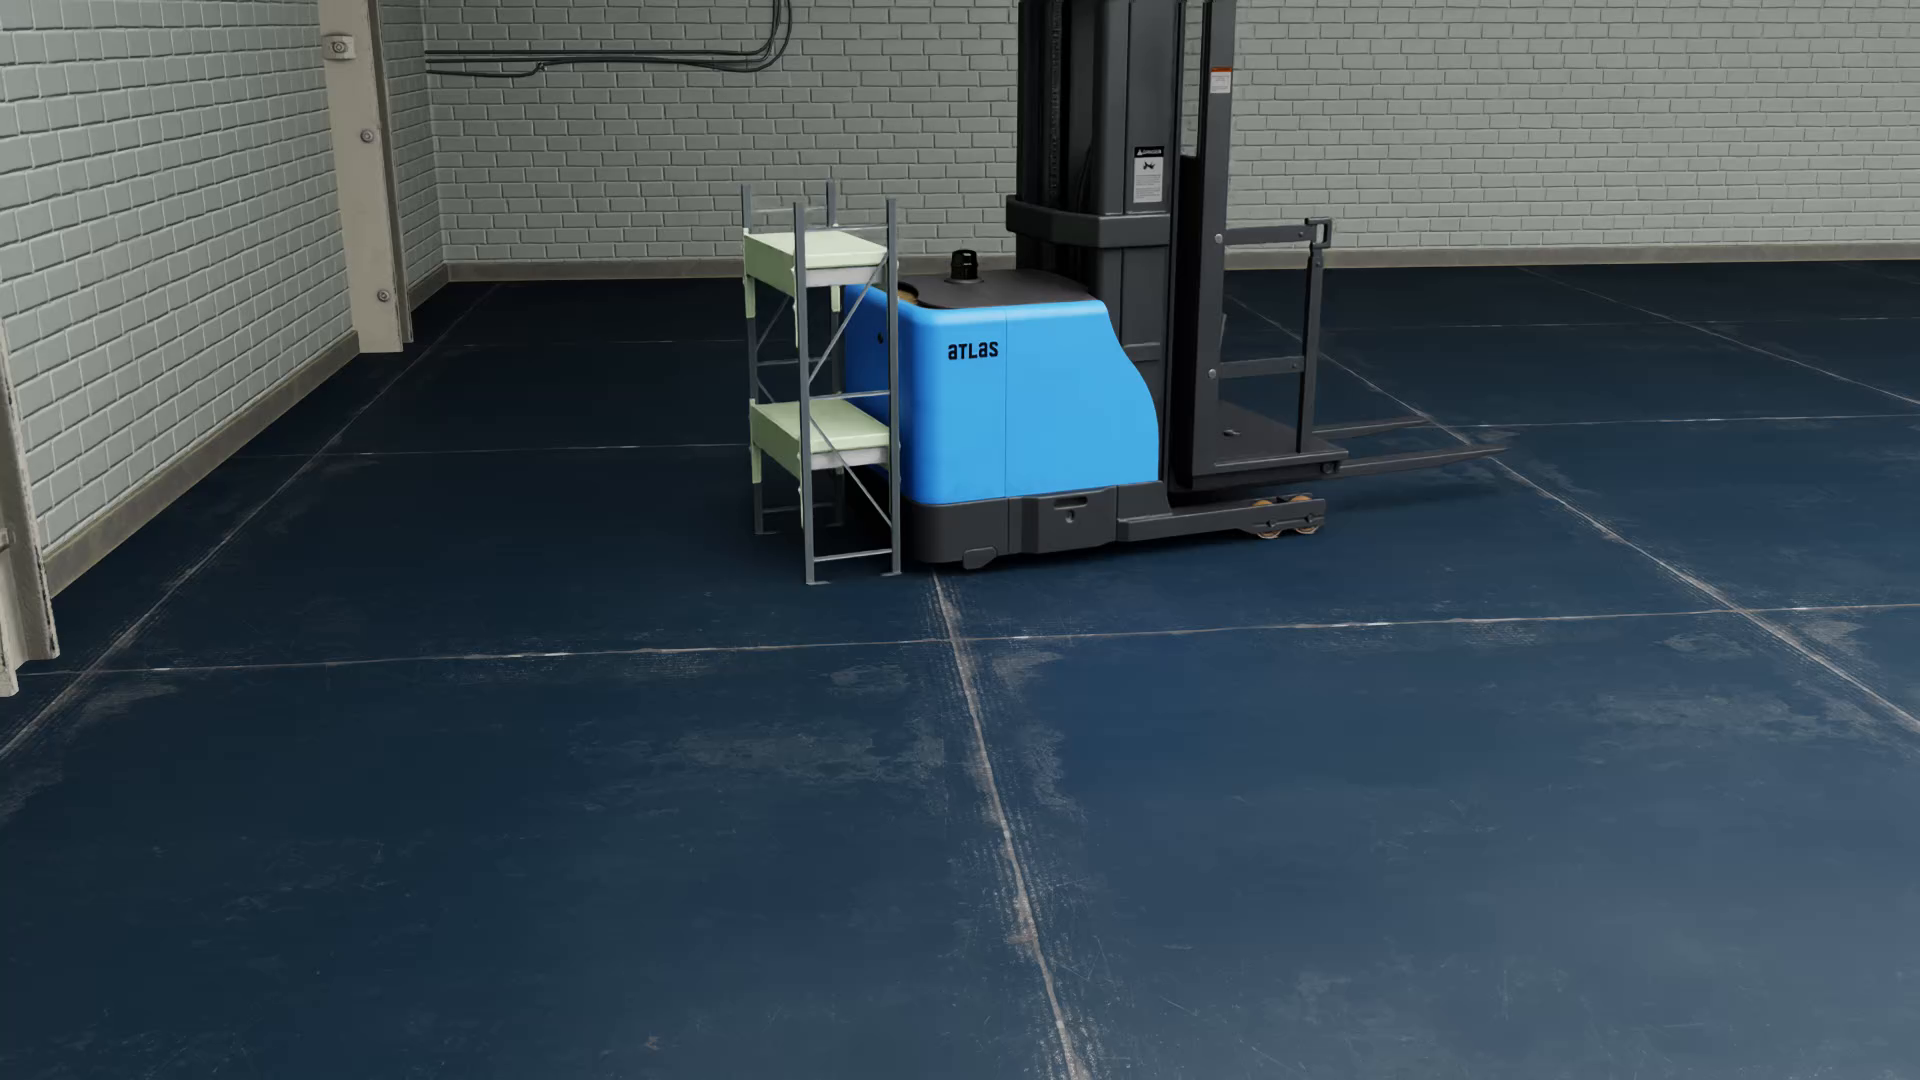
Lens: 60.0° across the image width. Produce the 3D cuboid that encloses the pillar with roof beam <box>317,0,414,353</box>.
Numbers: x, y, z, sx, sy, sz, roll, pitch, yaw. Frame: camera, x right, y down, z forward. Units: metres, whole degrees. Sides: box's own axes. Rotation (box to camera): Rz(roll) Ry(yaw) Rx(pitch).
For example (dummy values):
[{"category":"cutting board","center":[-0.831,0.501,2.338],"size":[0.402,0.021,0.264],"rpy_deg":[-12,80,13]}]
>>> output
[{"category":"pillar with roof beam","center":[0.340,-5.750,10.467],"size":[9.100,9.000,0.400],"rpy_deg":[-2,18,-6]}]

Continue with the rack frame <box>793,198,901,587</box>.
[{"category":"rack frame","center":[-0.428,-0.556,6.445],"size":[0.400,1.500,0.023],"rpy_deg":[-7,19,-21]}]

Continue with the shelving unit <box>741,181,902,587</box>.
[{"category":"shelving unit","center":[-0.568,-0.658,6.768],"size":[0.431,1.500,0.755],"rpy_deg":[-7,19,-21]}]

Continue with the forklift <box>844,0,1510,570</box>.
[{"category":"forklift","center":[1.054,-1.541,7.191],"size":[3.031,2.935,1.130],"rpy_deg":[-7,19,-21]}]

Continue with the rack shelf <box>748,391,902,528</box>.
[{"category":"rack shelf","center":[-0.568,-0.346,6.865],"size":[0.431,0.370,0.720],"rpy_deg":[-7,19,-21]}]

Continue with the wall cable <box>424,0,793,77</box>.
[{"category":"wall cable","center":[-2.931,-5.054,13.435],"size":[3.097,2.526,0.112],"rpy_deg":[-2,18,-6]}]

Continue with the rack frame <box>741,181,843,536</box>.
[{"category":"rack frame","center":[-0.708,-0.759,7.090],"size":[0.400,1.500,0.023],"rpy_deg":[-7,19,-21]}]

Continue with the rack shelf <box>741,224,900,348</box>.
[{"category":"rack shelf","center":[-0.568,-1.030,6.651],"size":[0.431,0.370,0.720],"rpy_deg":[-7,19,-21]}]
